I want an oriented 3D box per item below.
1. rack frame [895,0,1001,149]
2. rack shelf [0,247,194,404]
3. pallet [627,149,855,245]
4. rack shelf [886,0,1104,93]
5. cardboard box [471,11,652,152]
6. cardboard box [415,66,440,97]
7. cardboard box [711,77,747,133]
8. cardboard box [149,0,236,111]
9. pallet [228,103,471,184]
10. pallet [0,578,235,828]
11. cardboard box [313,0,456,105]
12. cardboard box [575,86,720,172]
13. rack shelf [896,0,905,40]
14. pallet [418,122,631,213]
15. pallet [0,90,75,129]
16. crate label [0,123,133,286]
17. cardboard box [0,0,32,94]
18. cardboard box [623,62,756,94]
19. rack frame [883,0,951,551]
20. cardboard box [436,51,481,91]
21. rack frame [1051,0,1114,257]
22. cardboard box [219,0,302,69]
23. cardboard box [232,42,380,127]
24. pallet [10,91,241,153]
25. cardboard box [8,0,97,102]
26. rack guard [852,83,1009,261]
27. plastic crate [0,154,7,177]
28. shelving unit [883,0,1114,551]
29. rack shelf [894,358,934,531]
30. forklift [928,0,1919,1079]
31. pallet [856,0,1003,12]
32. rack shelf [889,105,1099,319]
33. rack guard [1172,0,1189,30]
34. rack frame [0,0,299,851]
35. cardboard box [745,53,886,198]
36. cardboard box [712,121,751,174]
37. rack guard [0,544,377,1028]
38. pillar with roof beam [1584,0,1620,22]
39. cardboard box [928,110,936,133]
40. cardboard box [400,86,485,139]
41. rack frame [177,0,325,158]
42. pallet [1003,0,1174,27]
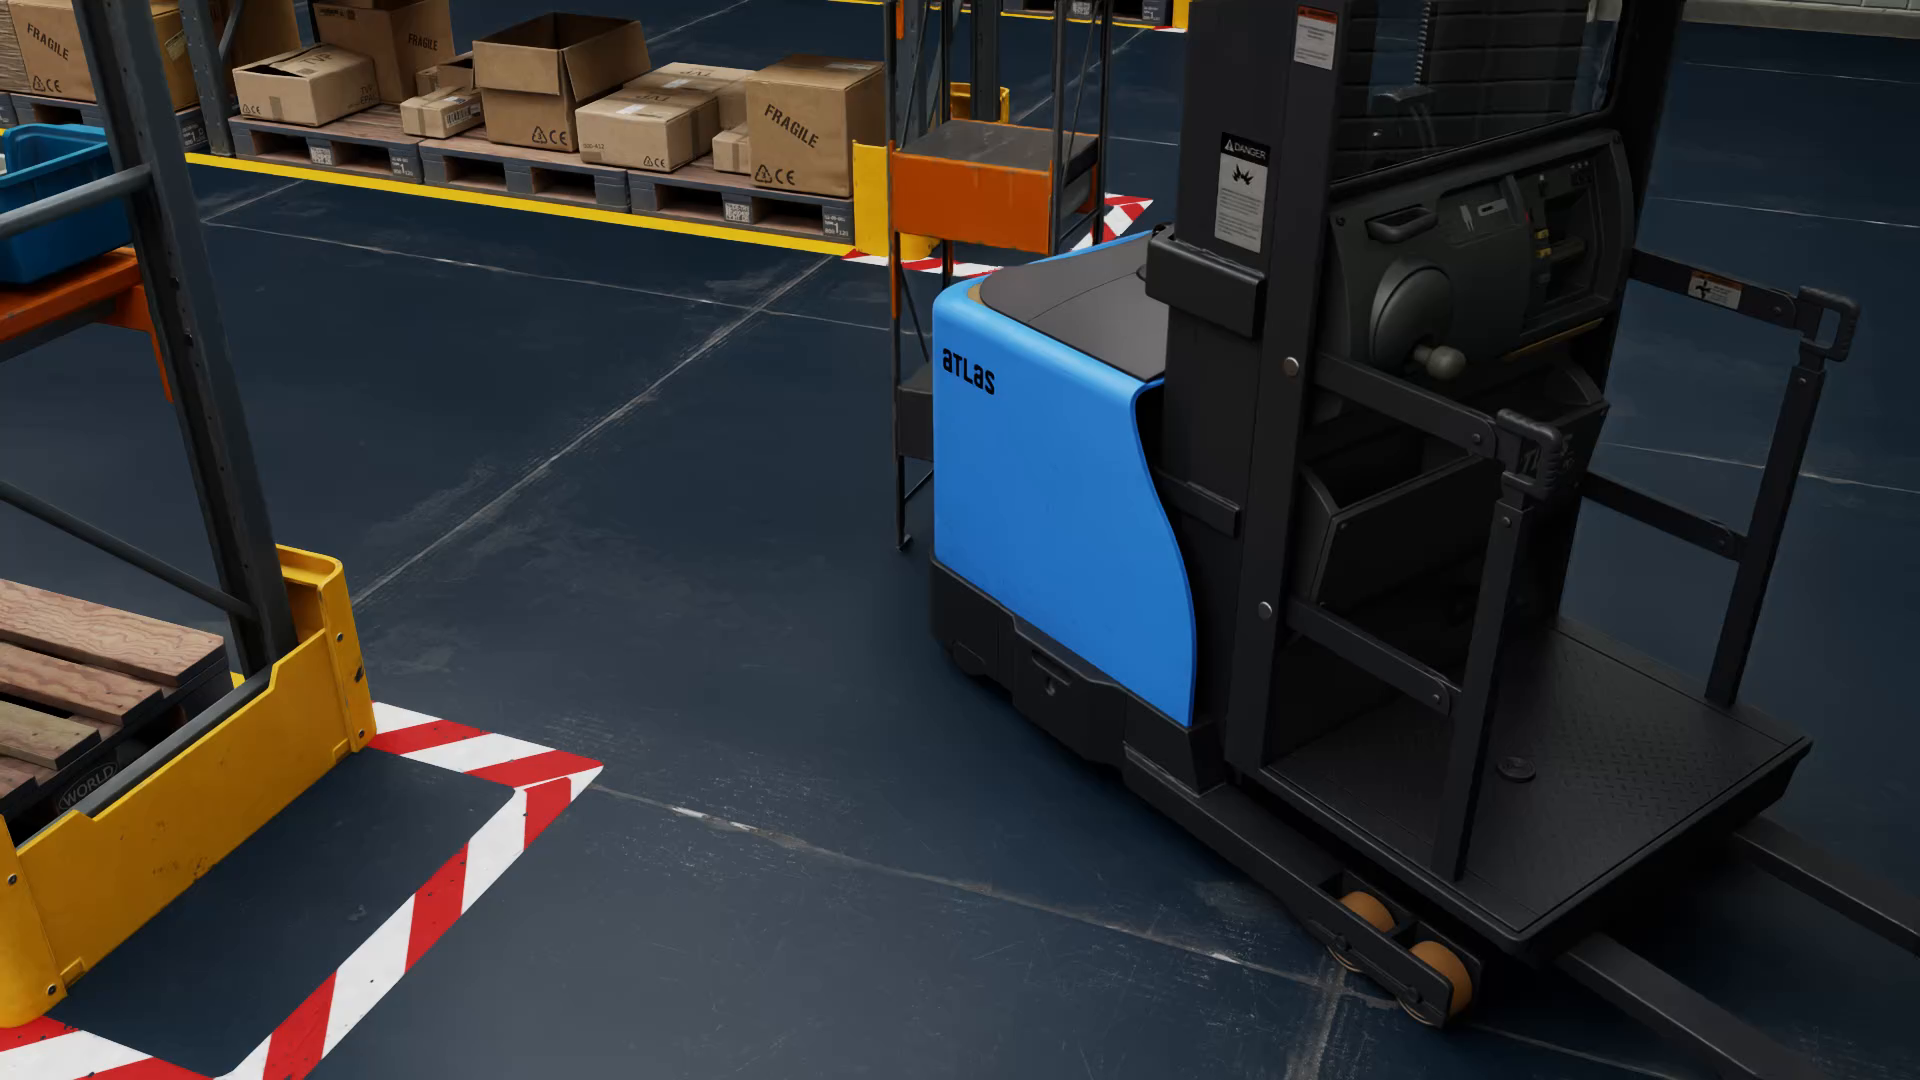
[{"bbox_3d":[-0.048,-2.836,7.219,0.127,3.000,1.000,11,31,19],"label":"rack frame"},{"bbox_3d":[-3.767,-0.635,4.056,4.000,0.370,1.077,11,31,19],"label":"rack shelf"},{"bbox_3d":[-0.857,-1.783,8.190,1.213,0.211,1.003,11,31,19],"label":"pallet"},{"bbox_3d":[0.108,-1.519,4.409,0.480,0.518,0.431,12,32,21],"label":"rack shelf"},{"bbox_3d":[-2.011,-2.335,8.423,0.637,0.503,0.797,11,31,19],"label":"cardboard box"},{"bbox_3d":[-2.750,-2.508,9.089,0.250,0.149,0.380,11,31,19],"label":"cardboard box"},{"bbox_3d":[-0.908,-2.153,8.358,0.500,0.250,0.500,11,31,19],"label":"cardboard box"},{"bbox_3d":[-4.319,-2.640,8.965,0.500,0.500,0.500,11,31,19],"label":"cardboard box"},{"bbox_3d":[-3.118,-2.234,8.989,1.213,0.211,1.003,11,31,19],"label":"pallet"},{"bbox_3d":[-2.663,0.466,4.212,1.213,0.211,1.003,11,31,19],"label":"pallet"},{"bbox_3d":[-3.120,-2.703,9.077,0.500,0.500,0.500,11,31,19],"label":"cardboard box"},{"bbox_3d":[-1.513,-2.008,8.102,0.500,0.250,0.500,11,31,19],"label":"cardboard box"},{"bbox_3d":[-1.901,-2.893,8.051,4.000,0.370,1.077,11,31,19],"label":"rack shelf"},{"bbox_3d":[-1.984,-2.009,8.591,1.213,0.211,1.003,11,31,19],"label":"pallet"},{"bbox_3d":[-5.657,-2.720,9.848,1.213,0.211,1.003,11,31,19],"label":"pallet"},{"bbox_3d":[-2.019,-0.727,3.597,0.303,0.233,0.416,11,31,19],"label":"crate label"},{"bbox_3d":[-5.239,-2.828,9.298,0.500,0.500,0.500,12,32,20],"label":"cardboard box"},{"bbox_3d":[-1.372,-2.245,8.521,0.500,0.250,0.500,11,31,19],"label":"cardboard box"},{"bbox_3d":[-0.115,-0.970,4.833,0.015,2.100,0.400,12,32,21],"label":"rack frame"},{"bbox_3d":[-2.425,-2.482,8.878,0.500,0.311,0.500,11,31,19],"label":"cardboard box"},{"bbox_3d":[0.331,-0.873,4.660,0.015,2.100,0.400,12,32,21],"label":"rack frame"},{"bbox_3d":[-4.111,-2.880,9.390,0.500,0.500,0.500,10,31,17],"label":"cardboard box"},{"bbox_3d":[-3.447,-2.421,8.770,0.500,0.311,0.500,11,31,19],"label":"cardboard box"},{"bbox_3d":[-4.522,-2.495,9.450,1.213,0.211,1.003,11,31,19],"label":"pallet"},{"bbox_3d":[-4.774,-2.735,9.134,0.500,0.500,0.500,11,31,19],"label":"cardboard box"},{"bbox_3d":[-0.118,-1.762,7.859,0.348,0.500,1.175,11,31,19],"label":"rack guard"},{"bbox_3d":[-2.285,-0.782,3.793,0.298,0.136,0.250,11,31,19],"label":"plastic crate"},{"bbox_3d":[0.108,-0.922,4.747,0.503,2.100,0.431,12,32,21],"label":"shelving unit"},{"bbox_3d":[0.108,-0.300,5.098,0.480,0.518,0.431,12,32,21],"label":"rack shelf"},{"bbox_3d":[1.207,-0.545,3.235,1.130,2.935,3.031,-21,35,-32],"label":"forklift"},{"bbox_3d":[-0.086,-4.220,12.502,1.213,0.211,1.003,11,31,19],"label":"pallet"},{"bbox_3d":[0.108,-0.910,4.753,0.480,0.518,0.431,12,32,21],"label":"rack shelf"},{"bbox_3d":[1.833,-4.003,11.823,0.348,0.500,1.175,11,31,19],"label":"rack guard"},{"bbox_3d":[-1.914,-0.578,3.224,0.127,3.000,1.000,11,31,19],"label":"rack frame"},{"bbox_3d":[-0.644,-1.928,7.705,0.500,0.500,0.500,11,31,19],"label":"cardboard box"},{"bbox_3d":[-0.986,-1.898,7.992,0.250,0.166,0.380,11,31,19],"label":"cardboard box"},{"bbox_3d":[-1.886,0.509,3.842,0.348,0.500,1.175,11,31,19],"label":"rack guard"},{"bbox_3d":[3.020,-5.639,6.081,0.400,9.000,9.100,11,31,19],"label":"pillar with roof beam"},{"bbox_3d":[-0.307,-2.021,8.226,0.250,0.149,0.380,11,31,19],"label":"cardboard box"},{"bbox_3d":[-2.641,-2.202,8.530,0.250,0.166,0.380,11,31,19],"label":"cardboard box"},{"bbox_3d":[-3.754,-3.576,8.528,0.127,3.000,1.000,11,31,19],"label":"rack frame"},{"bbox_3d":[1.041,-3.994,12.101,1.213,0.211,1.003,11,31,19],"label":"pallet"}]
